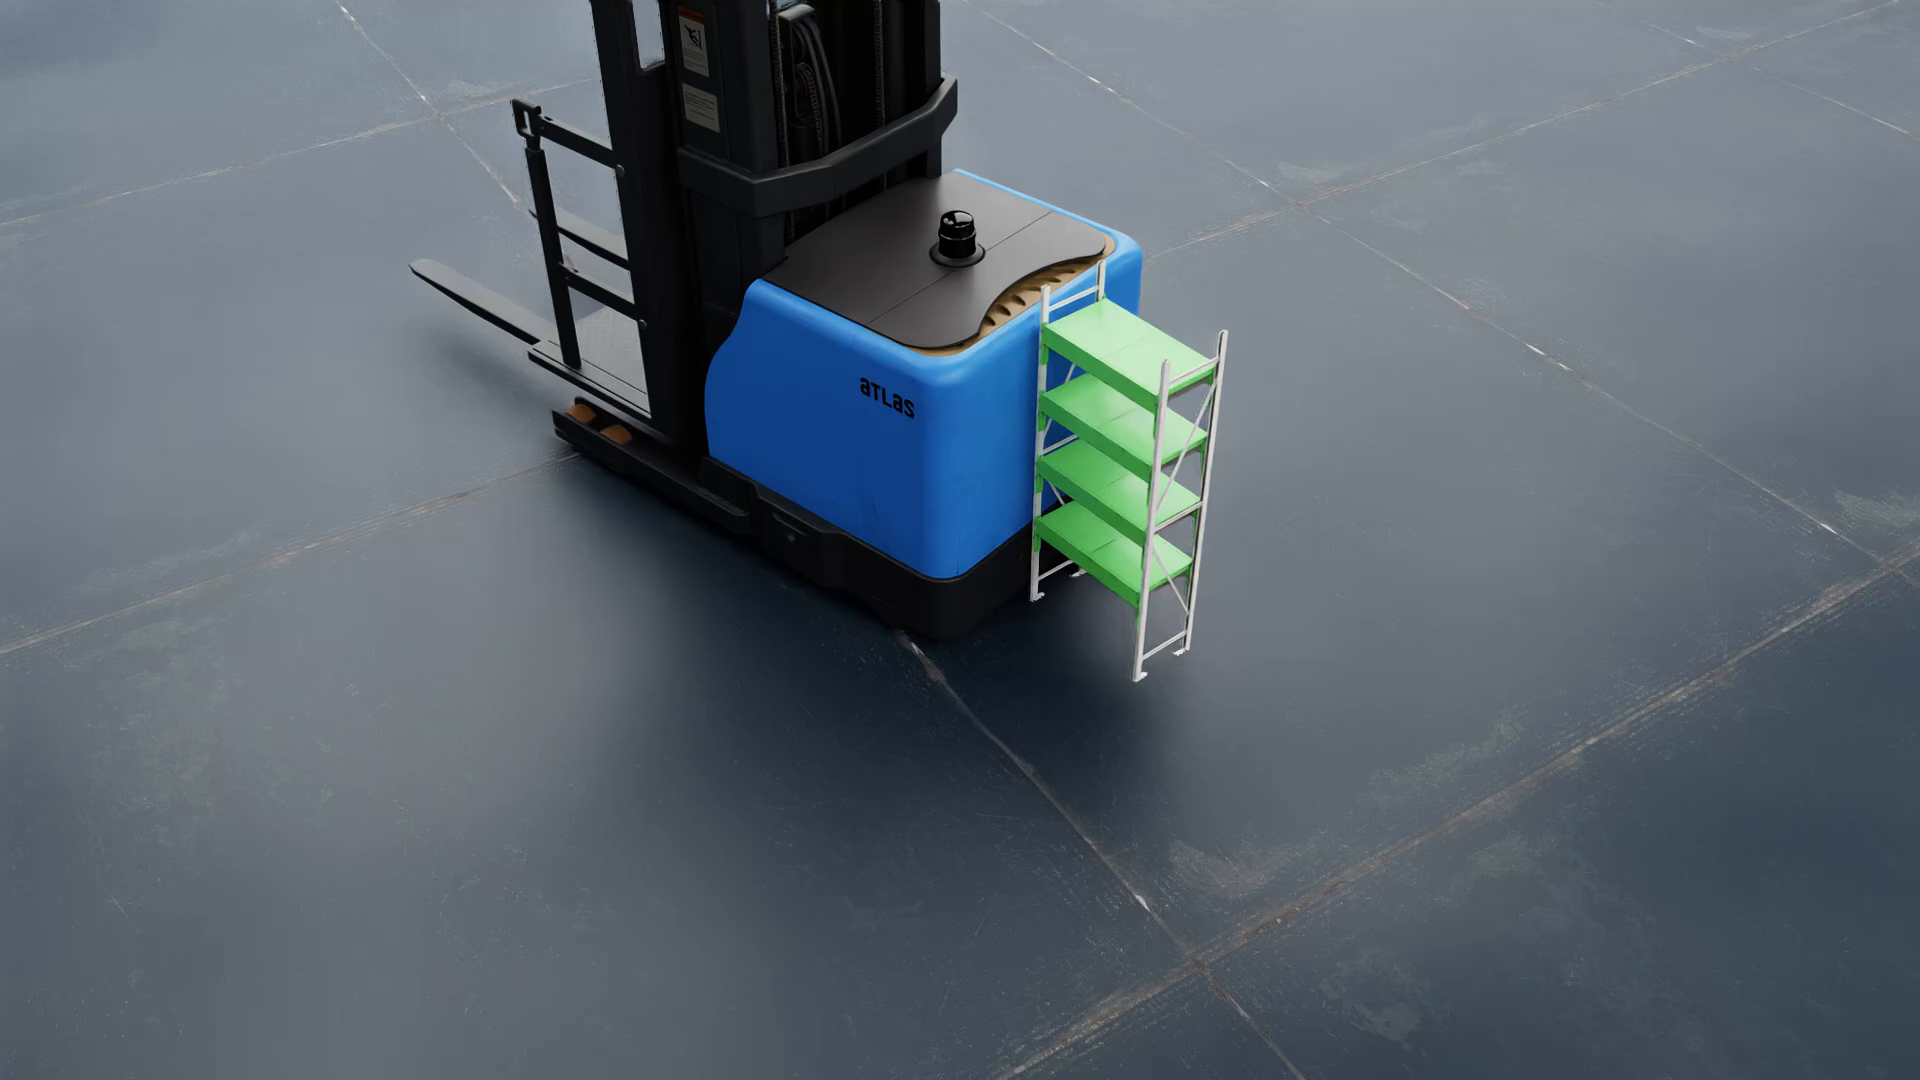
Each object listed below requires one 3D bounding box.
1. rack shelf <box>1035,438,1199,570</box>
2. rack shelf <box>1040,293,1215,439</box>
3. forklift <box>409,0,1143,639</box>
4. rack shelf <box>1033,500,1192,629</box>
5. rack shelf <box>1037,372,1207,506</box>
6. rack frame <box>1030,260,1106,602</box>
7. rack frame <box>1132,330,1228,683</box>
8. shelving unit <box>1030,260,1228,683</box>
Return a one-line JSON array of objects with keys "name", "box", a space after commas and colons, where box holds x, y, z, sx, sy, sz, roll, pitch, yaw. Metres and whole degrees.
[{"name": "rack shelf", "box": [0.483, -0.137, 5.077, 0.258, 0.148, 0.480, -28, 47, -29]}, {"name": "rack shelf", "box": [0.483, -0.506, 4.769, 0.258, 0.148, 0.480, -28, 47, -29]}, {"name": "forklift", "box": [-0.862, -1.610, 5.393, 3.031, 2.935, 1.130, 28, 47, 30]}, {"name": "rack shelf", "box": [0.483, 0.048, 5.230, 0.258, 0.148, 0.480, -28, 47, -29]}, {"name": "rack shelf", "box": [0.483, -0.321, 4.923, 0.258, 0.148, 0.480, -28, 47, -29]}, {"name": "rack frame", "box": [0.329, -0.307, 5.181, 0.240, 1.200, 0.015, -28, 47, -29]}, {"name": "rack frame", "box": [0.638, -0.065, 4.891, 0.240, 1.200, 0.015, -28, 47, -29]}, {"name": "shelving unit", "box": [0.483, -0.186, 5.036, 0.258, 1.200, 0.503, -28, 47, -29]}]
